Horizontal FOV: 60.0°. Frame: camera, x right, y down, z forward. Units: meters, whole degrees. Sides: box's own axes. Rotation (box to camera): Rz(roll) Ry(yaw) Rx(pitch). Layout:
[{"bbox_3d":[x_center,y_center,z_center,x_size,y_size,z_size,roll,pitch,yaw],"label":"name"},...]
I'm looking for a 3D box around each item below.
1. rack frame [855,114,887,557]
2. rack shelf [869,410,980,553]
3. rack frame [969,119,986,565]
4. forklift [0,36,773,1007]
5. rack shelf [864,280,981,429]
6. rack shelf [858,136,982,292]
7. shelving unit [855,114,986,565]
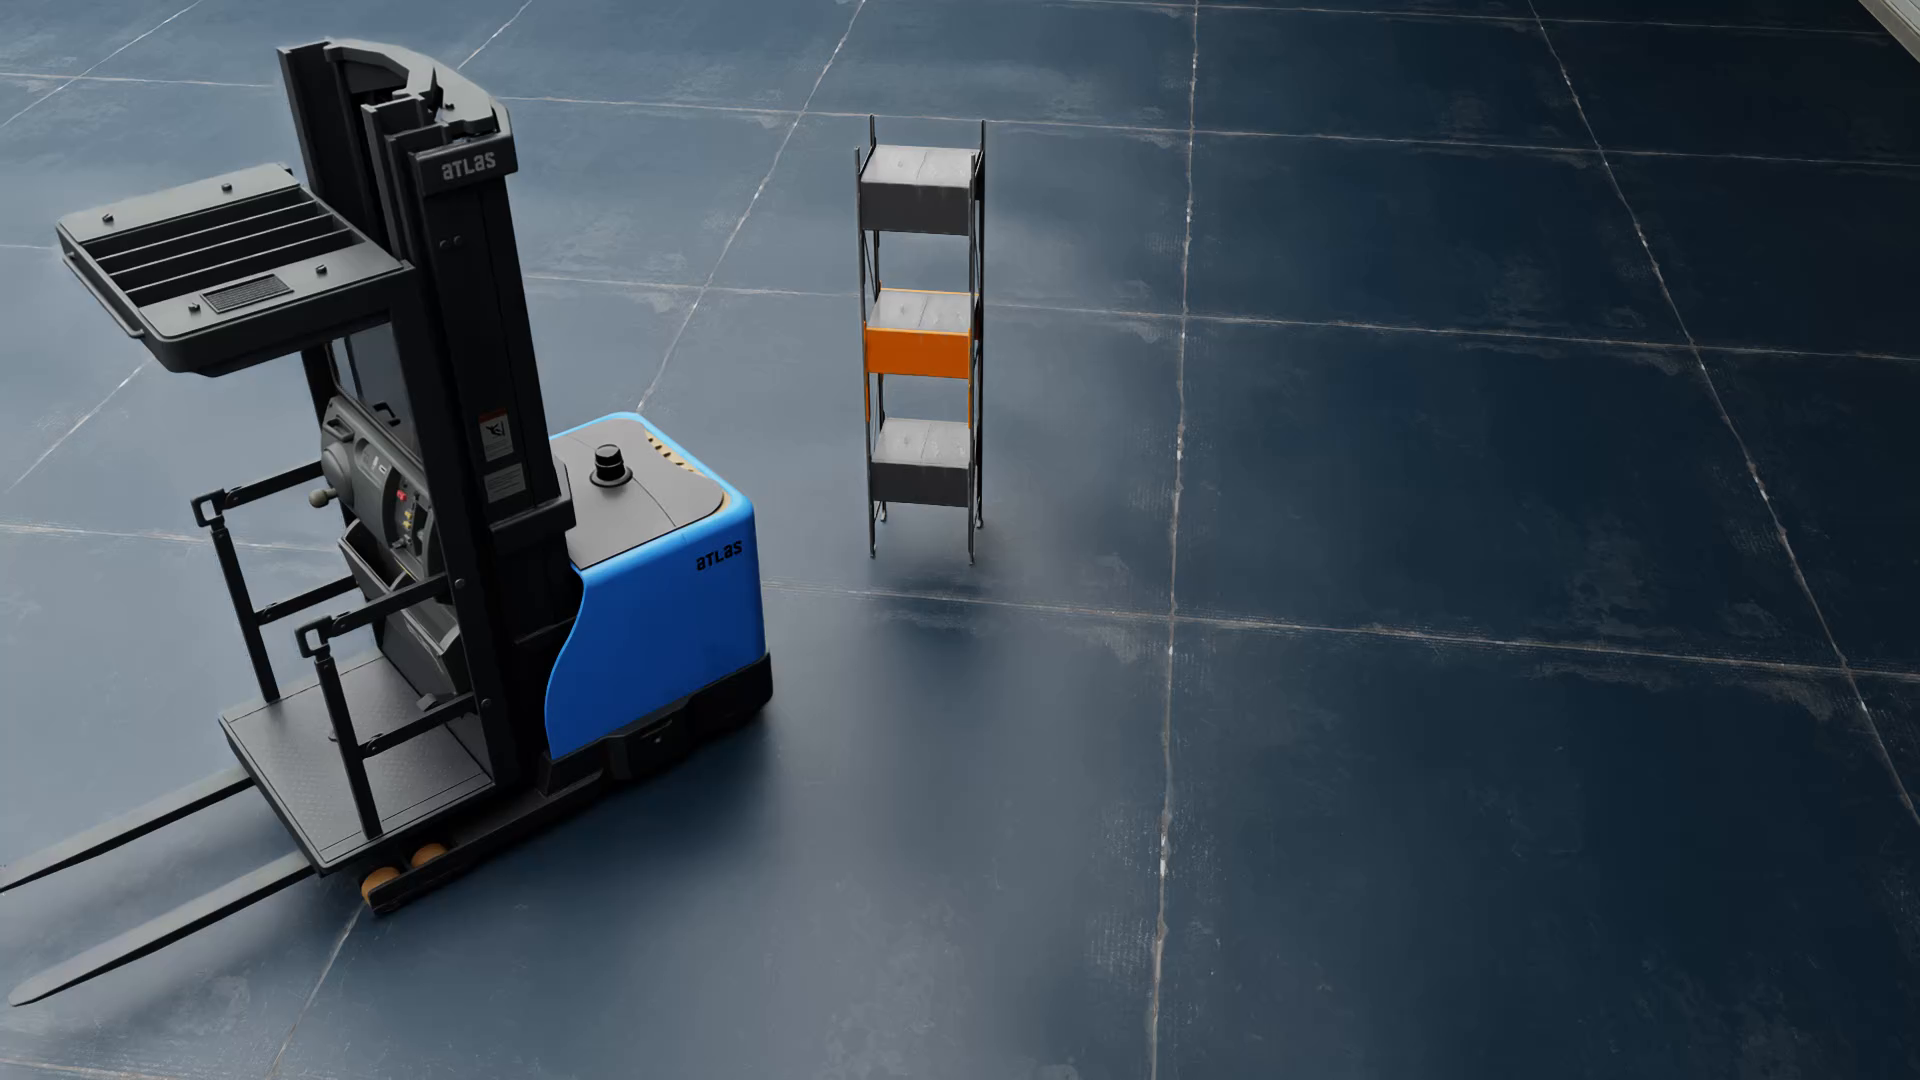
[{"bbox_3d":[-0.406,-0.885,7.683,0.015,2.100,0.400,4,36,6],"label":"rack frame"},{"bbox_3d":[-0.164,-0.286,8.072,0.480,0.518,0.431,4,36,6],"label":"rack shelf"},{"bbox_3d":[0.078,-0.849,7.632,0.015,2.100,0.400,4,36,6],"label":"rack frame"},{"bbox_3d":[-2.267,-0.137,5.919,3.031,2.935,1.130,-26,43,-31],"label":"forklift"},{"bbox_3d":[-0.164,-0.856,7.665,0.480,0.518,0.431,4,36,6],"label":"rack shelf"},{"bbox_3d":[-0.164,-1.426,7.258,0.480,0.518,0.431,4,36,6],"label":"rack shelf"},{"bbox_3d":[-0.164,-0.867,7.657,0.503,2.100,0.431,4,36,6],"label":"shelving unit"}]
